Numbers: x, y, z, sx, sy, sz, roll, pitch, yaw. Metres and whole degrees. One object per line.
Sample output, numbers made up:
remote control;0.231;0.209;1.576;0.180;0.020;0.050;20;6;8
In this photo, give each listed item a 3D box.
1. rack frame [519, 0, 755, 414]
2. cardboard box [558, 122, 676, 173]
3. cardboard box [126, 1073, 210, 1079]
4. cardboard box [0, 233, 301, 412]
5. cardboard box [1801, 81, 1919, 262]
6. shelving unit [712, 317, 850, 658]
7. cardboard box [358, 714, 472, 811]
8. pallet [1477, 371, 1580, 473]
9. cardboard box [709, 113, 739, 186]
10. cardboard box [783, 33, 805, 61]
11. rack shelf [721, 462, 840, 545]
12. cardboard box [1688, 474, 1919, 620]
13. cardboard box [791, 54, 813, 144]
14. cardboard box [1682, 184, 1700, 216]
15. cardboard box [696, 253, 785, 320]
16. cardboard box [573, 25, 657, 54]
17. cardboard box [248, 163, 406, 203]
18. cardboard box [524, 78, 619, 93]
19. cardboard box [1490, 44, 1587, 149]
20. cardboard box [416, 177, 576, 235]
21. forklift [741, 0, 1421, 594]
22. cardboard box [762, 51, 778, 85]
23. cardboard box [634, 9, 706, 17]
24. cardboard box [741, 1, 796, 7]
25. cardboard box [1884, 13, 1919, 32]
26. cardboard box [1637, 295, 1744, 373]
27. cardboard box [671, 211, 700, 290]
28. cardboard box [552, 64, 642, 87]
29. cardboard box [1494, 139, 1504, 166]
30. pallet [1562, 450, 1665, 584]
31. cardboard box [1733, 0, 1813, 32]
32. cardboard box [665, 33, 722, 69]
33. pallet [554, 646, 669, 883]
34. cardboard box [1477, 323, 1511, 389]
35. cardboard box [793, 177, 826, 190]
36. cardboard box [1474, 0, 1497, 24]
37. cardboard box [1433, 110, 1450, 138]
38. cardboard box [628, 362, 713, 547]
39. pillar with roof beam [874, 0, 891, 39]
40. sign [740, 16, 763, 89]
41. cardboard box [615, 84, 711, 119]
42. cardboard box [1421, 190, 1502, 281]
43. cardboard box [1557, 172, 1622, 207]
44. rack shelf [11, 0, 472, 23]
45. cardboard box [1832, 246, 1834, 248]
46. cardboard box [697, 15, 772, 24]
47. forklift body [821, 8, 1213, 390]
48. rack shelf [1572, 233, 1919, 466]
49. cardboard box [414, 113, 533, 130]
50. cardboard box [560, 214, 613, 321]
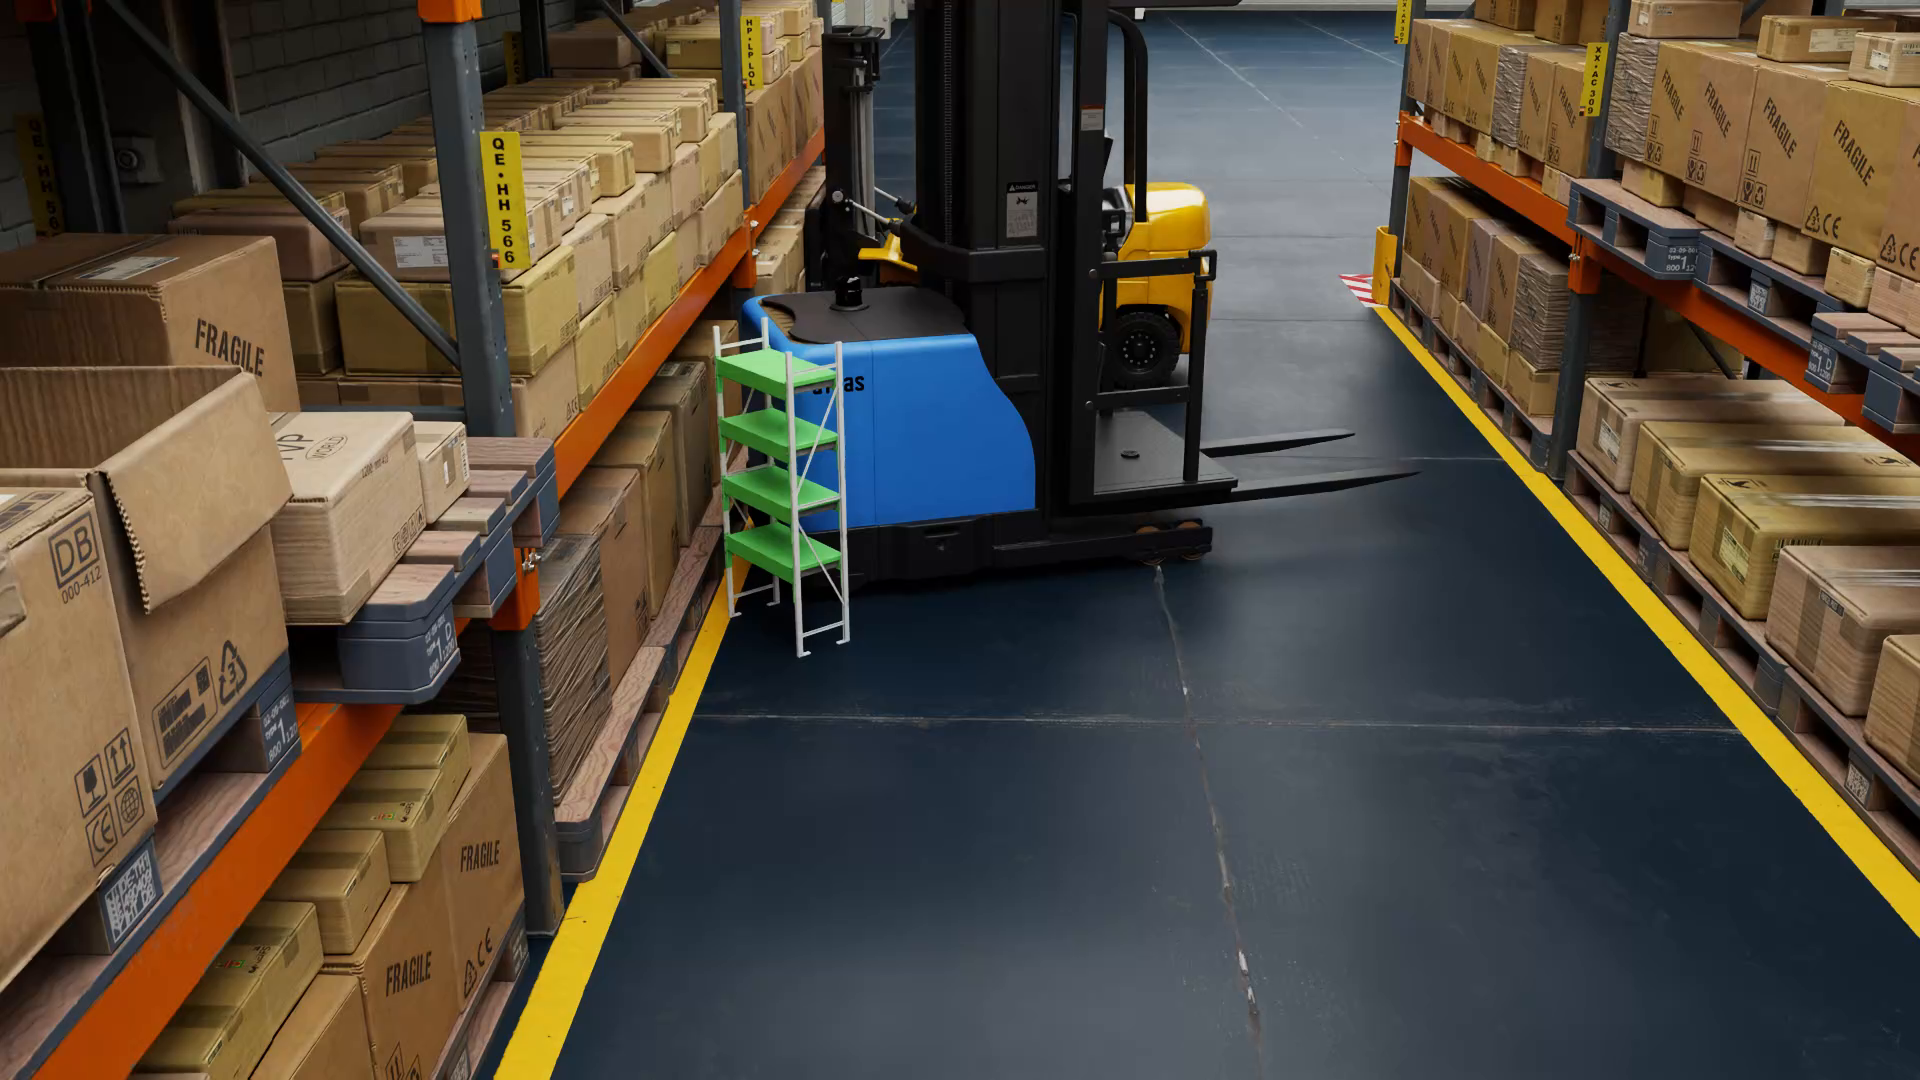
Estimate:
rack frame;-1.511;-1.756;7.908;1.000;3.000;0.127;1;21;2
cardboard box;-1.239;-1.420;6.007;0.380;0.149;0.250;0;21;0
cardboard box;-1.463;1.018;2.737;0.380;0.149;0.250;0;21;-1
cardboard box;-1.805;-0.368;3.611;0.500;0.500;0.500;2;21;4
cardboard box;3.084;-1.174;5.279;0.500;0.500;0.500;-1;21;-2
shelving unit;-0.685;-0.206;6.401;0.258;1.200;0.503;-17;27;-36
cardboard box;-1.395;0.539;3.972;0.380;0.149;0.250;0;21;-1
pallet;3.436;-0.646;8.902;1.003;0.211;1.213;1;21;2
cardboard box;-1.270;-1.739;7.380;0.500;0.250;0.500;0;21;0
cardboard box;-1.134;-2.959;9.973;0.380;0.149;0.250;1;21;2
rack shelf;-0.685;-0.147;6.424;0.258;0.148;0.480;-17;27;-36
cardboard box;3.399;0.028;6.363;0.950;0.372;0.625;1;21;3
cardboard box;-1.182;-2.695;10.190;0.500;0.500;0.500;0;21;1
cardboard box;3.169;-1.392;6.735;0.380;0.149;0.250;2;21;5
cardboard box;-1.183;-1.307;8.590;0.500;0.250;0.500;0;21;1
cardboard box;-1.760;-2.549;8.504;0.380;0.149;0.250;0;21;1
cardboard box;-1.922;-1.057;5.071;0.380;0.149;0.250;0;21;1
cardboard box;-1.736;-1.980;7.451;0.380;0.149;0.250;0;21;0
cardboard box;3.235;-2.425;9.083;0.500;0.500;0.500;1;21;3
cardboard box;-1.340;-0.960;4.823;0.380;0.149;0.250;1;21;3
forklift;0.600;-1.433;7.169;3.031;2.935;1.130;-6;22;-16
cardboard box;-1.170;-2.494;8.775;0.380;0.149;0.250;1;21;3
cardboard box;-1.689;-3.012;9.699;0.380;0.149;0.250;1;21;2
cardboard box;-1.229;-3.284;10.401;0.380;0.149;0.250;1;21;2
cardboard box;3.669;-1.868;6.170;0.380;0.149;0.250;0;21;-1
cardboard box;3.738;-1.177;8.598;0.500;0.500;0.500;2;21;4
cardboard box;-1.320;-1.140;6.527;0.500;0.250;0.500;1;21;2
cardboard box;-1.758;-2.224;8.079;0.380;0.149;0.250;1;21;1
cardboard box;3.221;-2.165;9.309;0.380;0.149;0.250;0;21;1
pallet;3.428;-0.121;7.549;1.003;0.211;1.213;1;21;2
cardboard box;3.681;-2.511;7.922;0.700;0.500;0.500;0;21;1
cardboard box;-1.205;-2.356;8.007;0.380;0.149;0.250;1;21;3
pallet;-1.569;0.693;5.451;1.003;0.211;1.213;1;21;2
cardboard box;3.206;-1.026;9.247;0.500;0.250;0.500;0;21;0
cardboard box;-1.101;-2.228;10.962;0.500;0.250;0.500;1;21;3
cardboard box;3.775;-3.613;10.763;0.700;0.500;0.500;0;21;0
cardboard box;3.219;-2.634;10.517;0.380;0.149;0.250;1;21;2
cardboard box;-1.547;-0.375;7.052;0.875;0.625;0.625;0;21;1
pillar with roof beam;2.722;-14.387;32.169;9.100;9.000;0.400;1;21;2
sign;-0.968;-2.256;7.706;0.100;0.325;0.005;1;21;2
cardboard box;-1.289;-1.886;7.207;0.380;0.149;0.250;0;21;1
cardboard box;3.259;-1.926;10.530;0.500;0.500;0.500;0;21;0
cardboard box;3.155;-1.705;8.124;0.380;0.149;0.250;0;21;1
rack shelf;-1.694;-0.650;1.904;1.077;0.370;4.000;1;21;2
cardboard box;3.146;-0.926;5.534;0.380;0.149;0.250;1;21;2
cardboard box;-1.245;-2.822;9.210;0.380;0.149;0.250;1;21;1
forklift body;0.376;-2.101;9.970;2.313;2.155;1.214;1;21;2
rack shelf;3.390;-0.644;6.037;1.077;0.370;4.000;1;21;2
cardboard box;-1.828;-1.520;6.264;0.380;0.149;0.250;0;21;1
cardboard box;-1.359;-0.812;4.990;0.500;0.250;0.500;1;21;3
